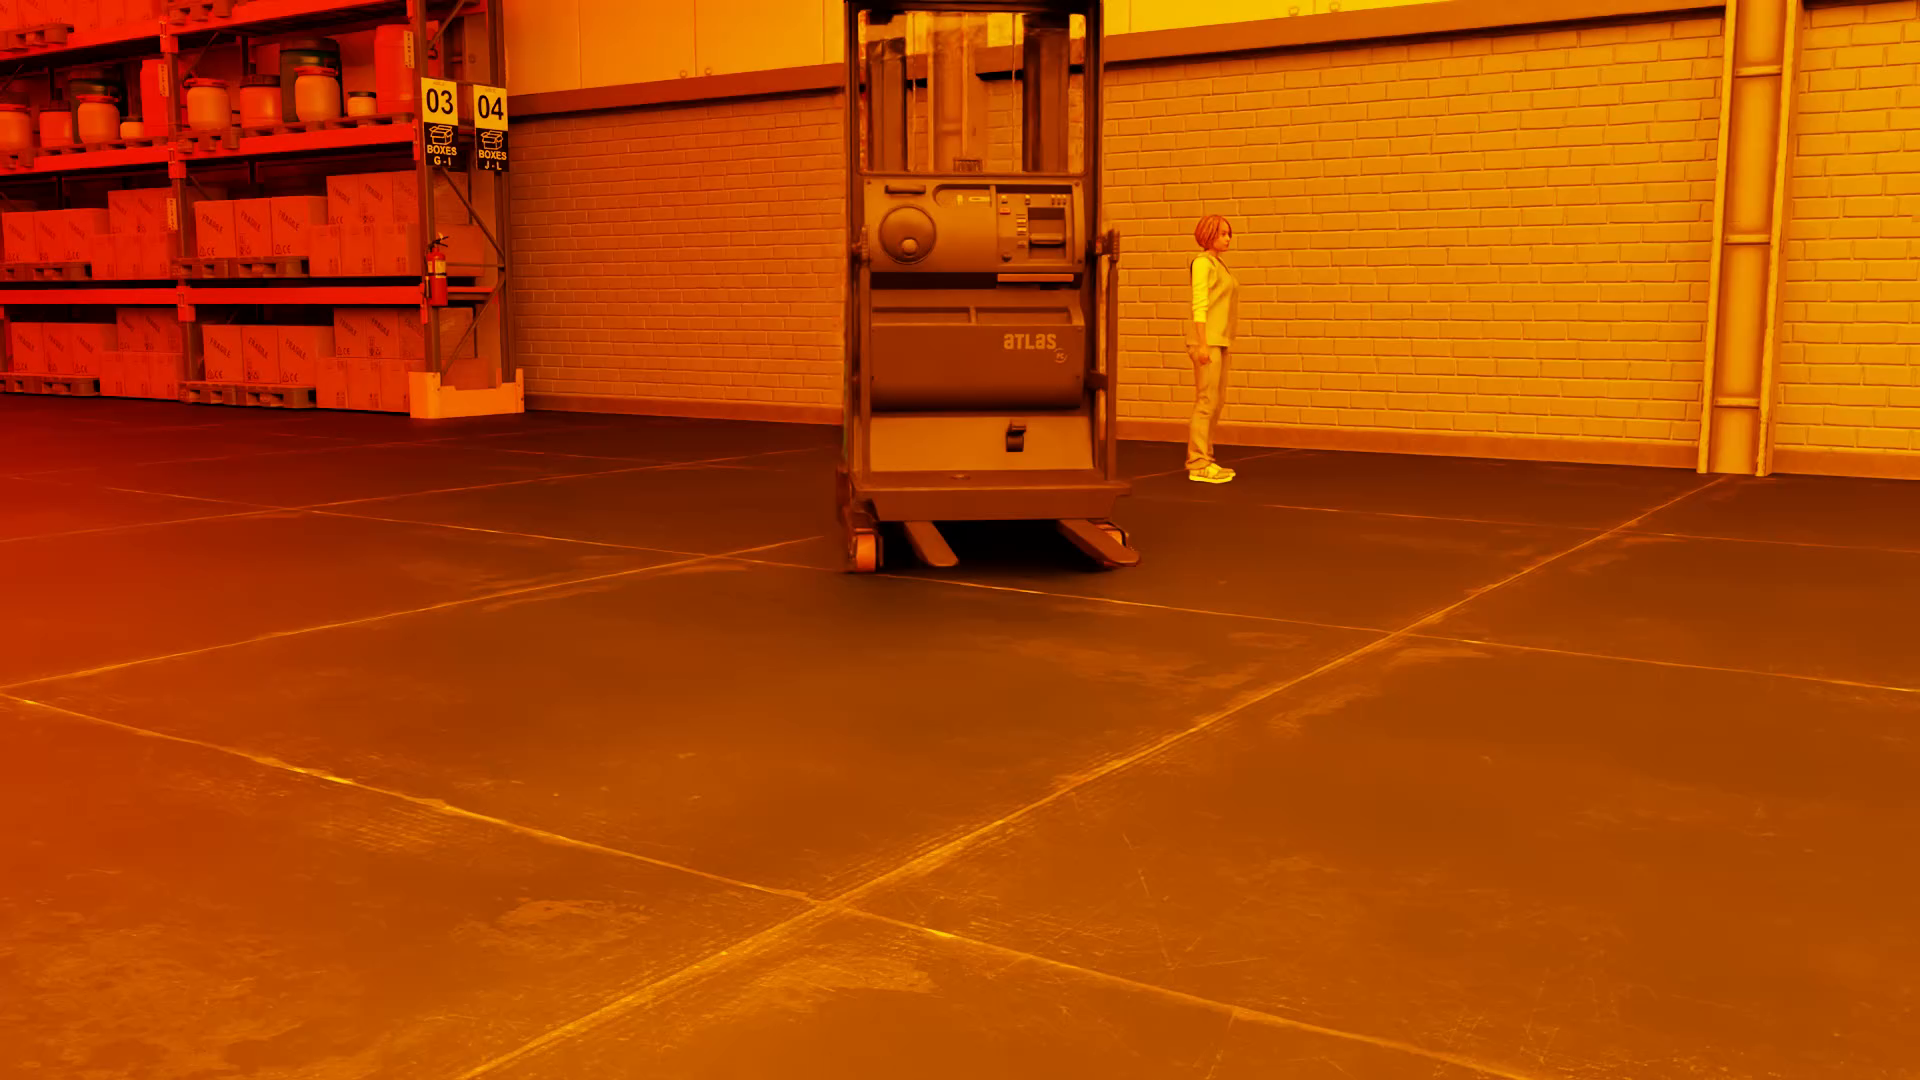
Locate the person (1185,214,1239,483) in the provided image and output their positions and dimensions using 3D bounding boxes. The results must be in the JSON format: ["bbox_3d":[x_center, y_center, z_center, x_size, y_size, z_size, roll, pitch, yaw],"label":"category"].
[{"bbox_3d":[1.531,-1.158,10.070,0.329,1.602,0.444,3,9,20],"label":"person"}]

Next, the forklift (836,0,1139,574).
[{"bbox_3d":[0.086,-1.364,6.788,1.130,2.935,3.031,-1,8,-6],"label":"forklift"}]
